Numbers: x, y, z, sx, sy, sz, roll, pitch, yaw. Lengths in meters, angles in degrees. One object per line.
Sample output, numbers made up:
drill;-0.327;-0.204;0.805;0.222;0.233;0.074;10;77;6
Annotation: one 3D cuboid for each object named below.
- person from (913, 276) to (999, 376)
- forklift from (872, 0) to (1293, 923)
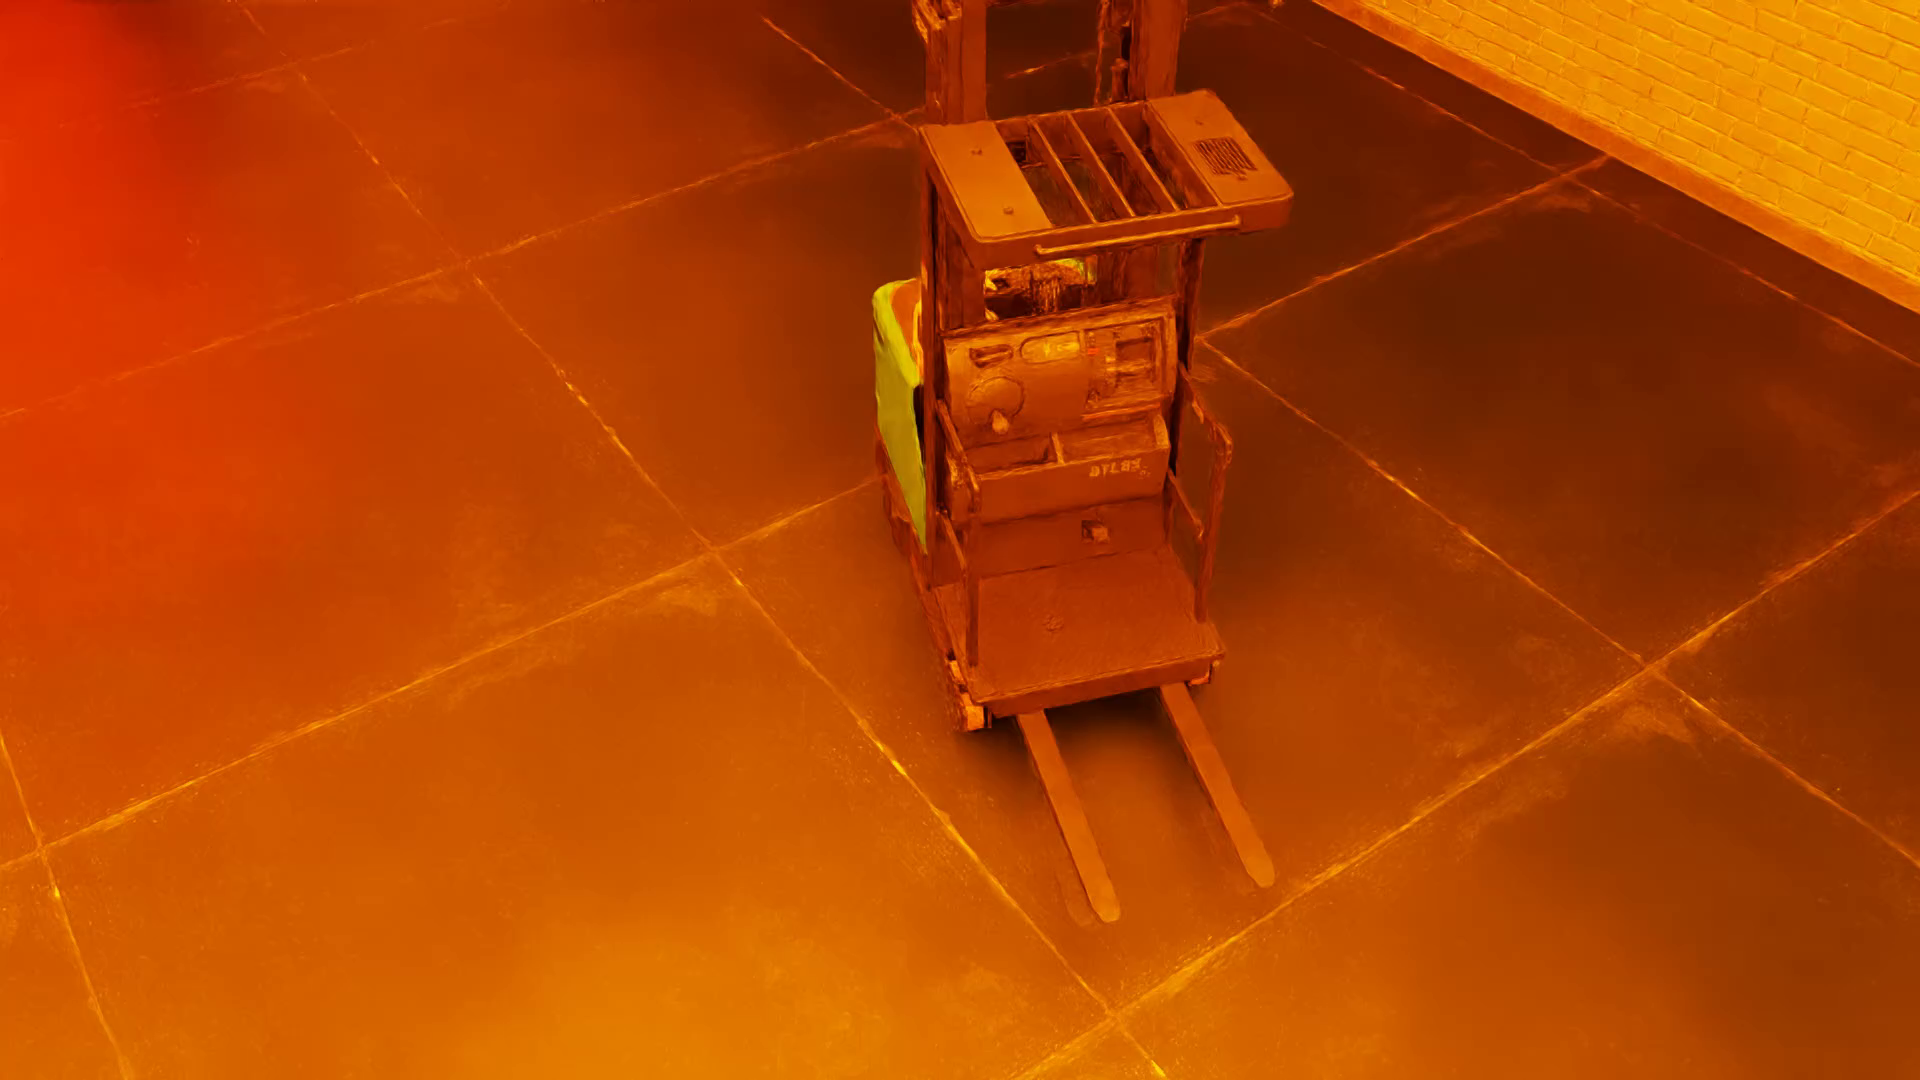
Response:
person;0.035;-0.594;7.266;0.432;1.673;0.465;-25;48;-25
forklift;0.458;-0.572;6.336;1.130;2.935;3.031;-10;44;-11
